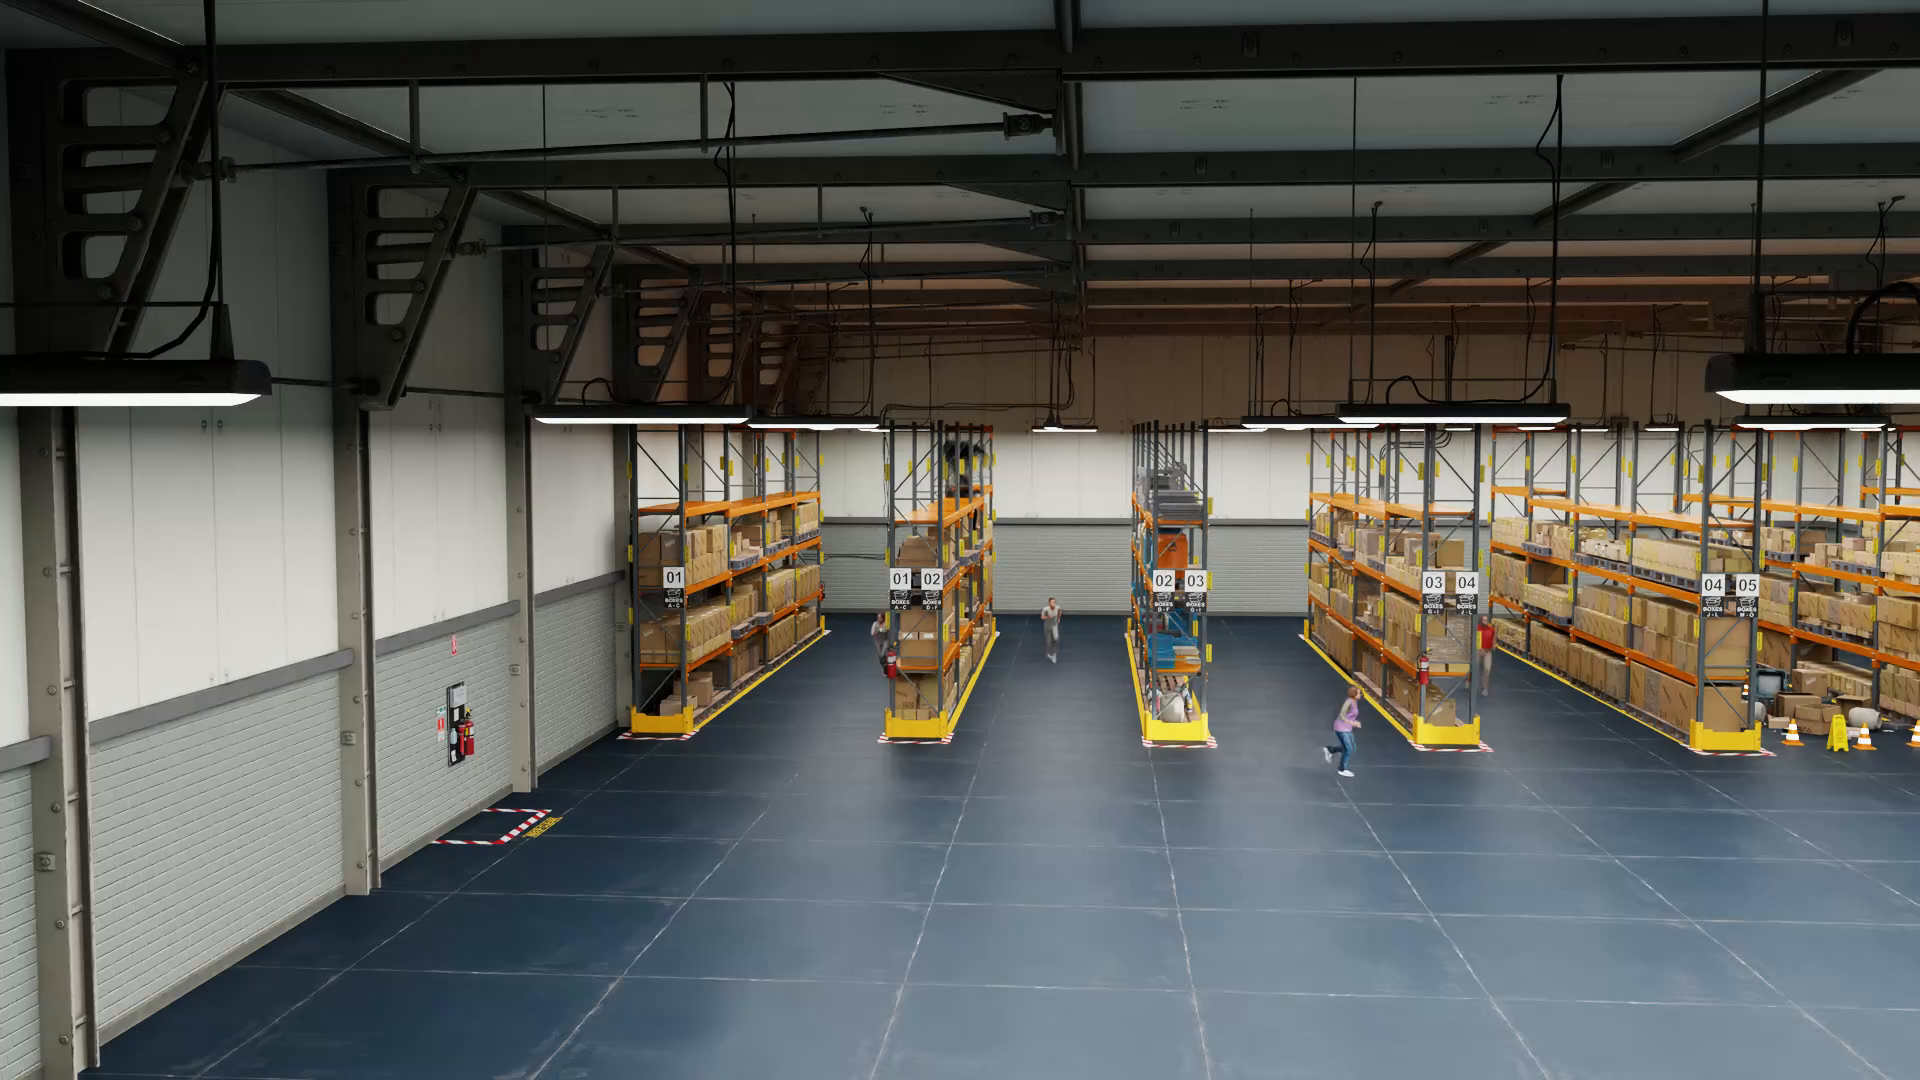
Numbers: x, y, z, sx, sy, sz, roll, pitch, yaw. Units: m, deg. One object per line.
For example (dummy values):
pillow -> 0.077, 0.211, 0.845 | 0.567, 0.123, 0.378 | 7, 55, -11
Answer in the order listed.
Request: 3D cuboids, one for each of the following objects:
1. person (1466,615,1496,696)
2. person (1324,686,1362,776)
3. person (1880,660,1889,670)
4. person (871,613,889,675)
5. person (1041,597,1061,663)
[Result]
person -> 11.553, 2.567, 36.785 | 0.702, 1.658, 0.994 | 0, 4, -1
person -> 6.434, 3.202, 27.917 | 0.684, 1.539, 0.506 | 3, 5, 37
person -> 21.295, 2.443, 37.922 | 0.660, 1.809, 0.876 | 0, 4, 6
person -> -1.832, 2.467, 39.340 | 0.526, 1.524, 0.747 | 1, 4, 9
person -> 2.295, 2.250, 42.004 | 0.561, 1.648, 0.912 | 0, 4, -4
